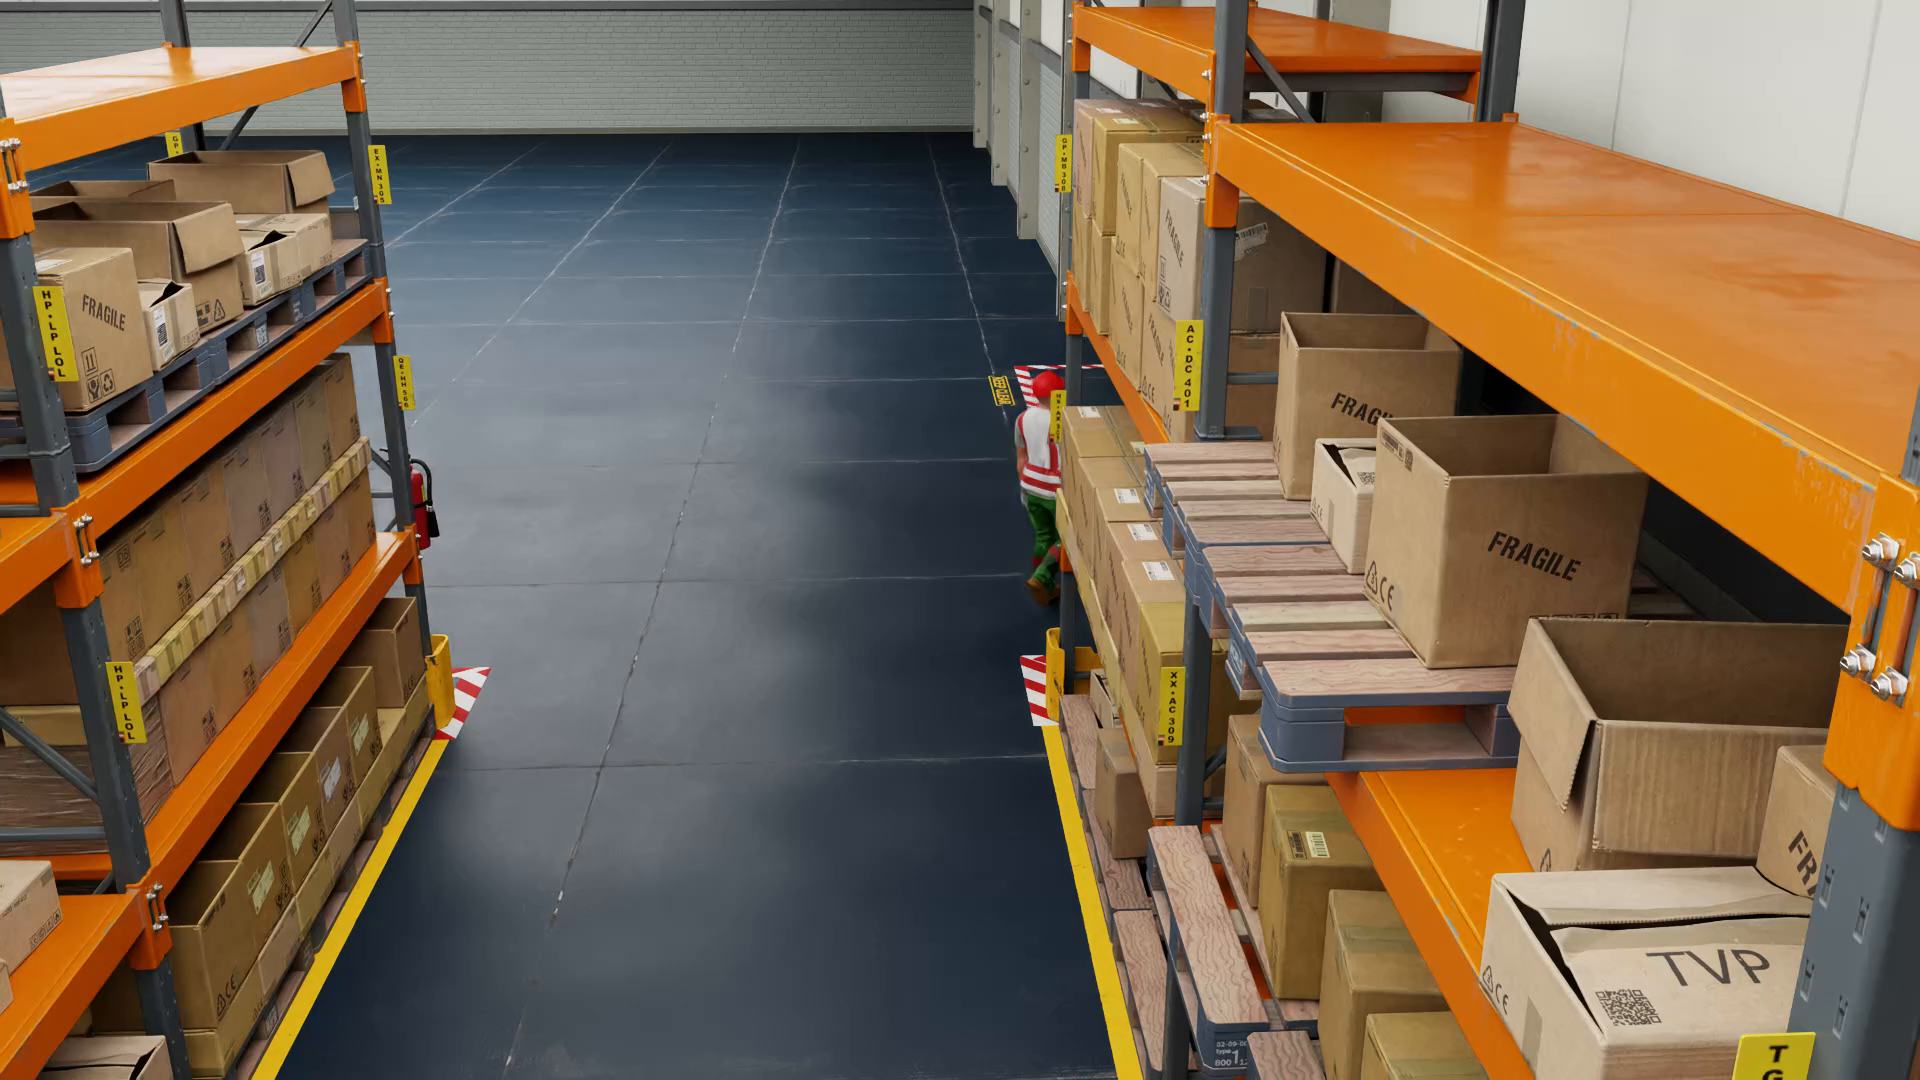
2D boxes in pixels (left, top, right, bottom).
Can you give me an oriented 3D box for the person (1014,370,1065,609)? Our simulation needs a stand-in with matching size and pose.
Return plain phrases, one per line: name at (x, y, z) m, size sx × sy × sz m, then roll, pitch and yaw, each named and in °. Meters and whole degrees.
person at (0.629, -0.348, 11.955) m, size 0.542 × 1.779 × 0.650 m, roll 15°, pitch 25°, yaw 36°
